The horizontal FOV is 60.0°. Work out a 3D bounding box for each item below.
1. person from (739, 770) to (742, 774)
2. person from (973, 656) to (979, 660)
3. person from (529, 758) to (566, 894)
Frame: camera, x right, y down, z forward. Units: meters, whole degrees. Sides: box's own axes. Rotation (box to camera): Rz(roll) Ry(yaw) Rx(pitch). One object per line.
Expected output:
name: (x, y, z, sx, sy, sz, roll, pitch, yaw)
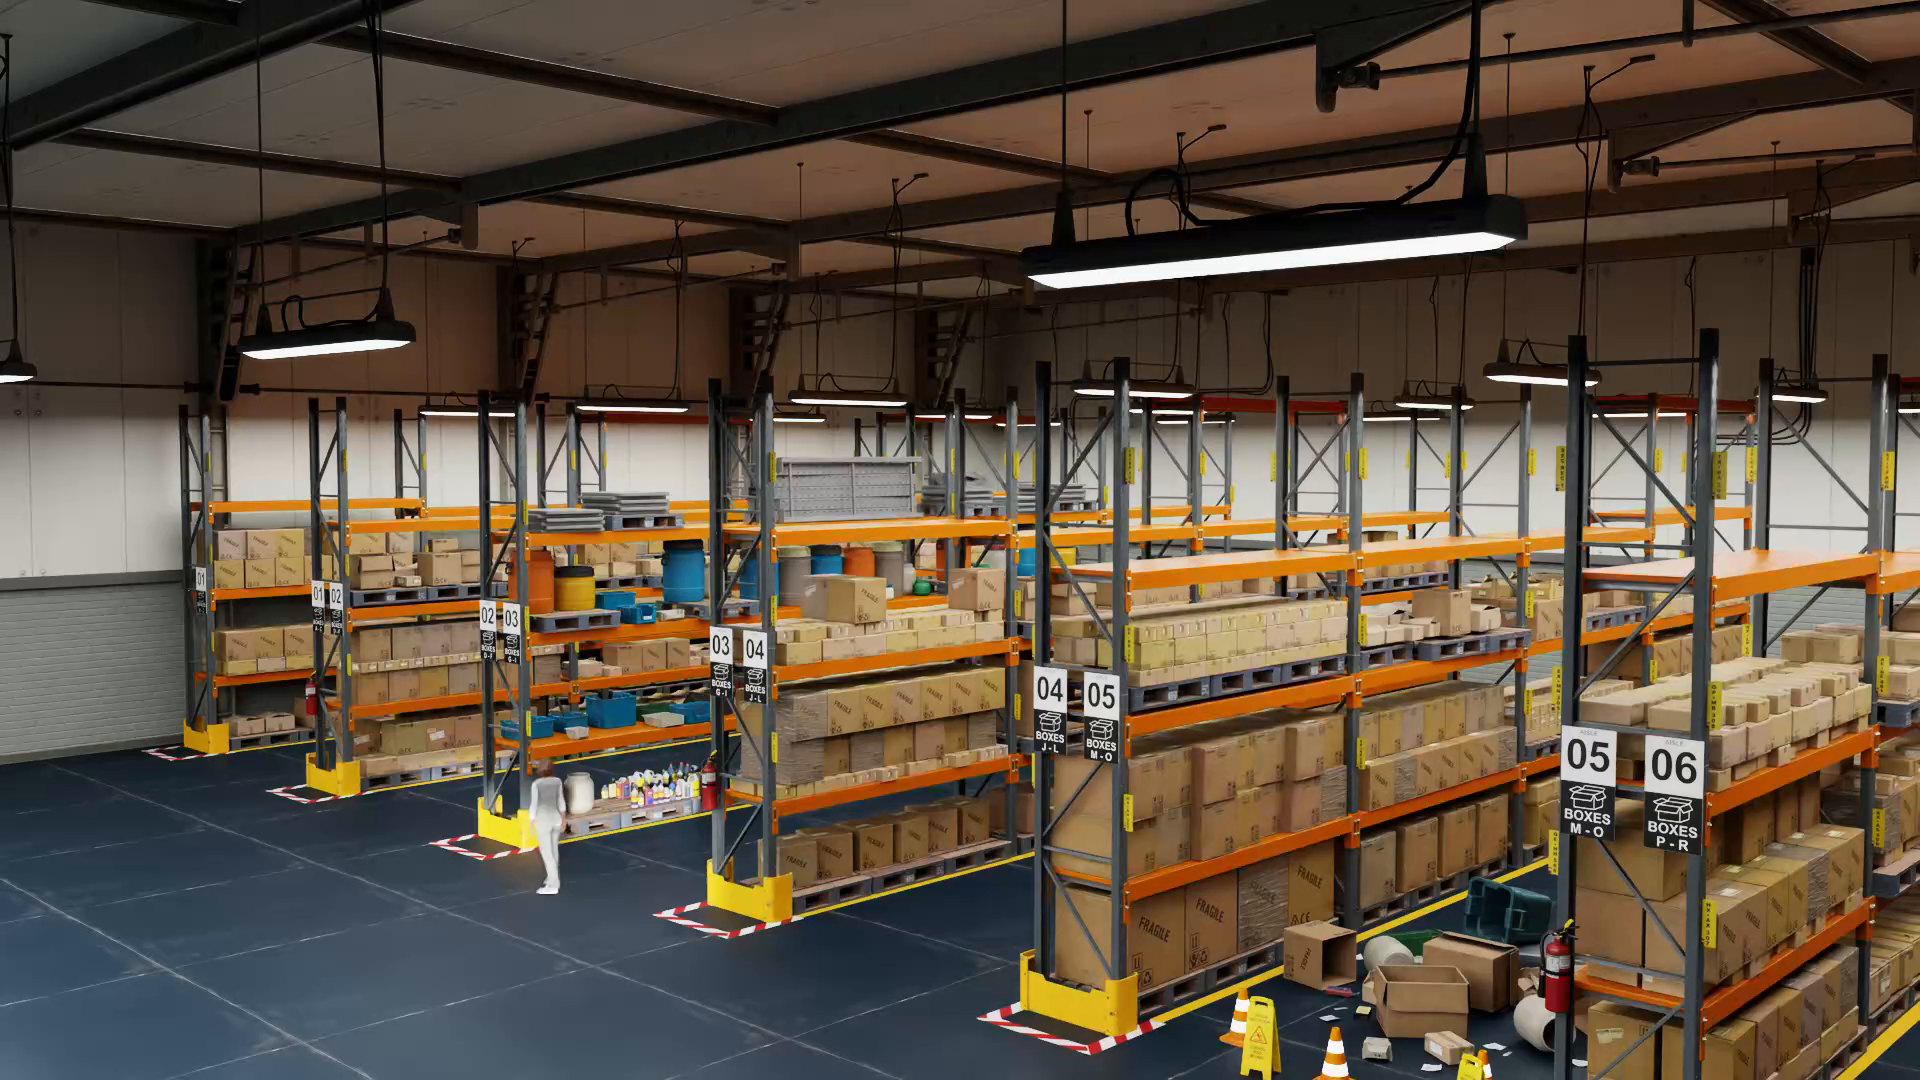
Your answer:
person: (-3.242, 2.849, 26.633, 0.595, 1.792, 0.409, -2, 3, -29)
person: (0.546, 2.314, 38.299, 0.497, 1.668, 0.547, 2, 4, 38)
person: (-4.866, 3.339, 19.519, 0.511, 1.601, 0.504, 2, 4, 32)
